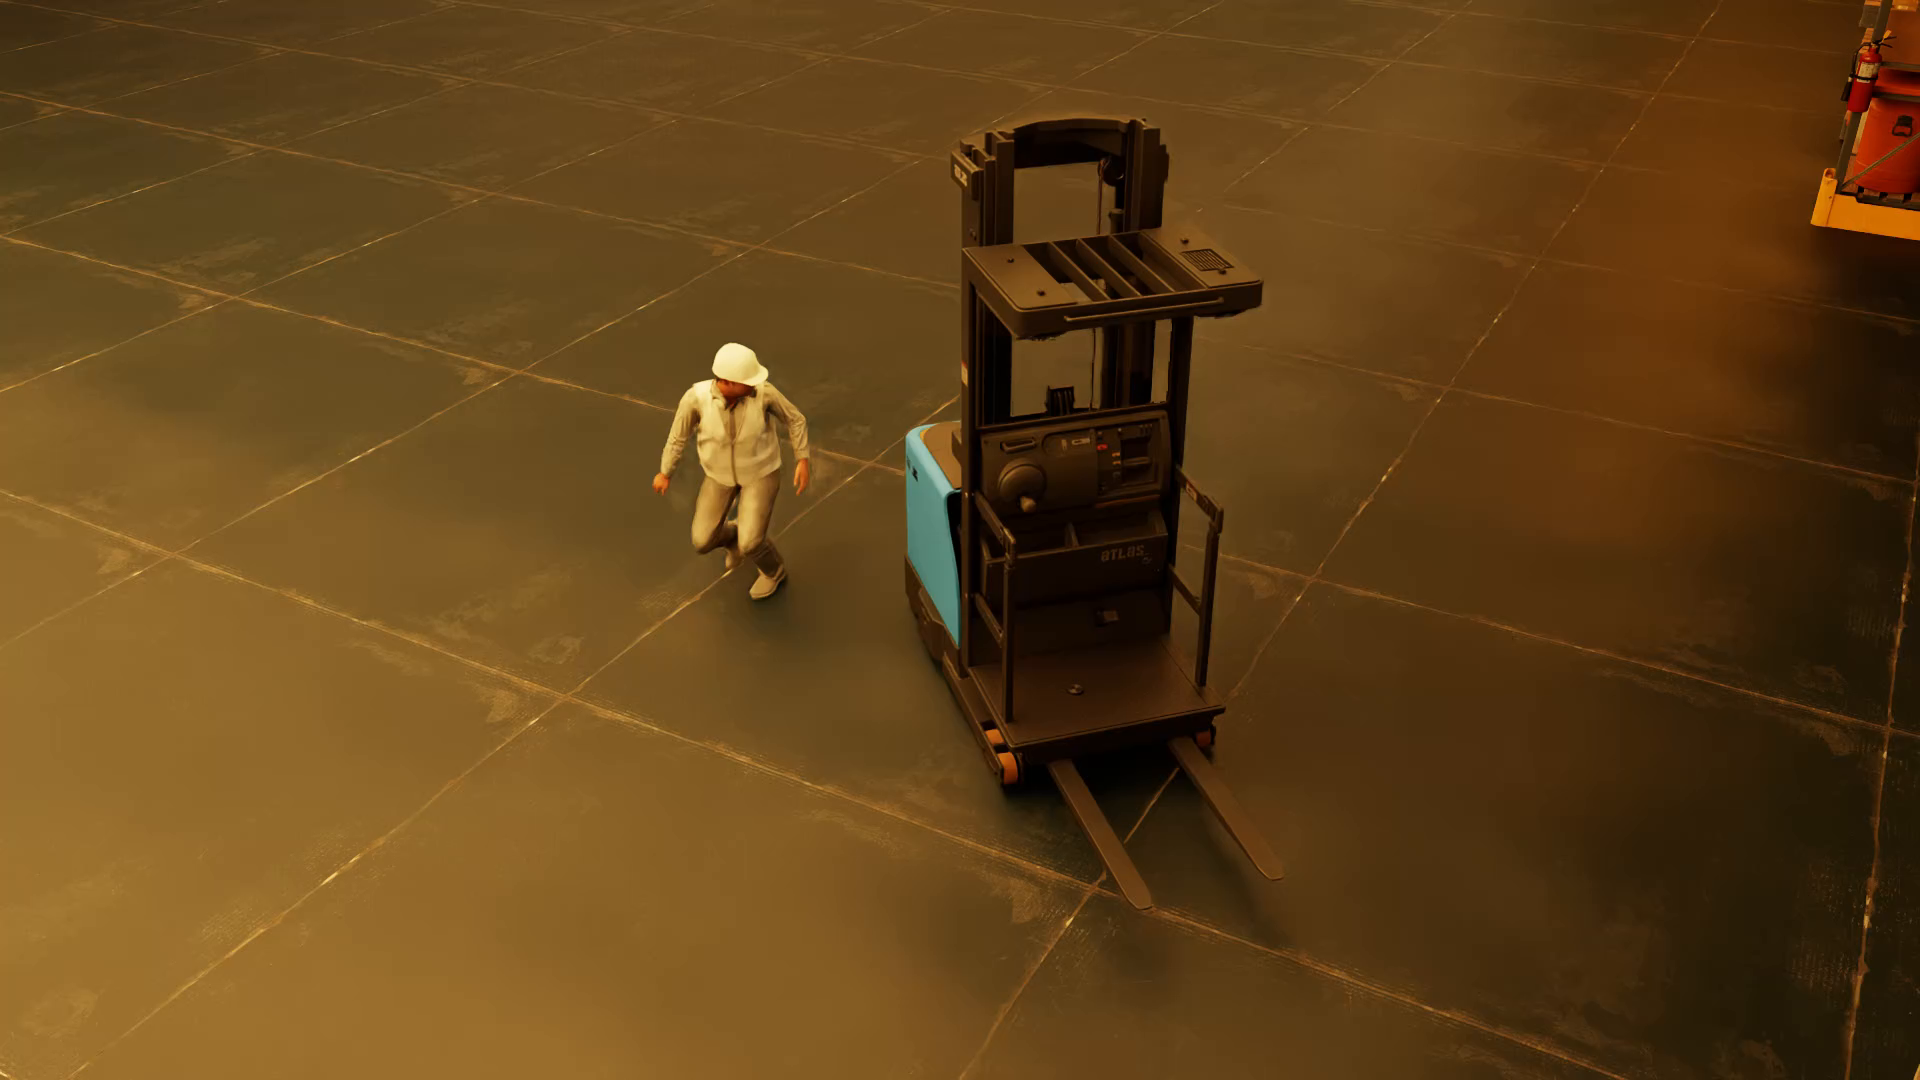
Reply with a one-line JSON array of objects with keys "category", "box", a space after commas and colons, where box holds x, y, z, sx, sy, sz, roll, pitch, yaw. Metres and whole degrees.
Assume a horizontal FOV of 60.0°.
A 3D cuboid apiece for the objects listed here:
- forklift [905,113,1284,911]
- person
[{"category": "forklift", "box": [0.614, -0.313, 7.614, 1.130, 2.935, 3.031, -9, 31, -15]}, {"category": "person", "box": [-1.259, -0.420, 9.188, 0.891, 1.594, 0.575, 2, 30, 4]}]
